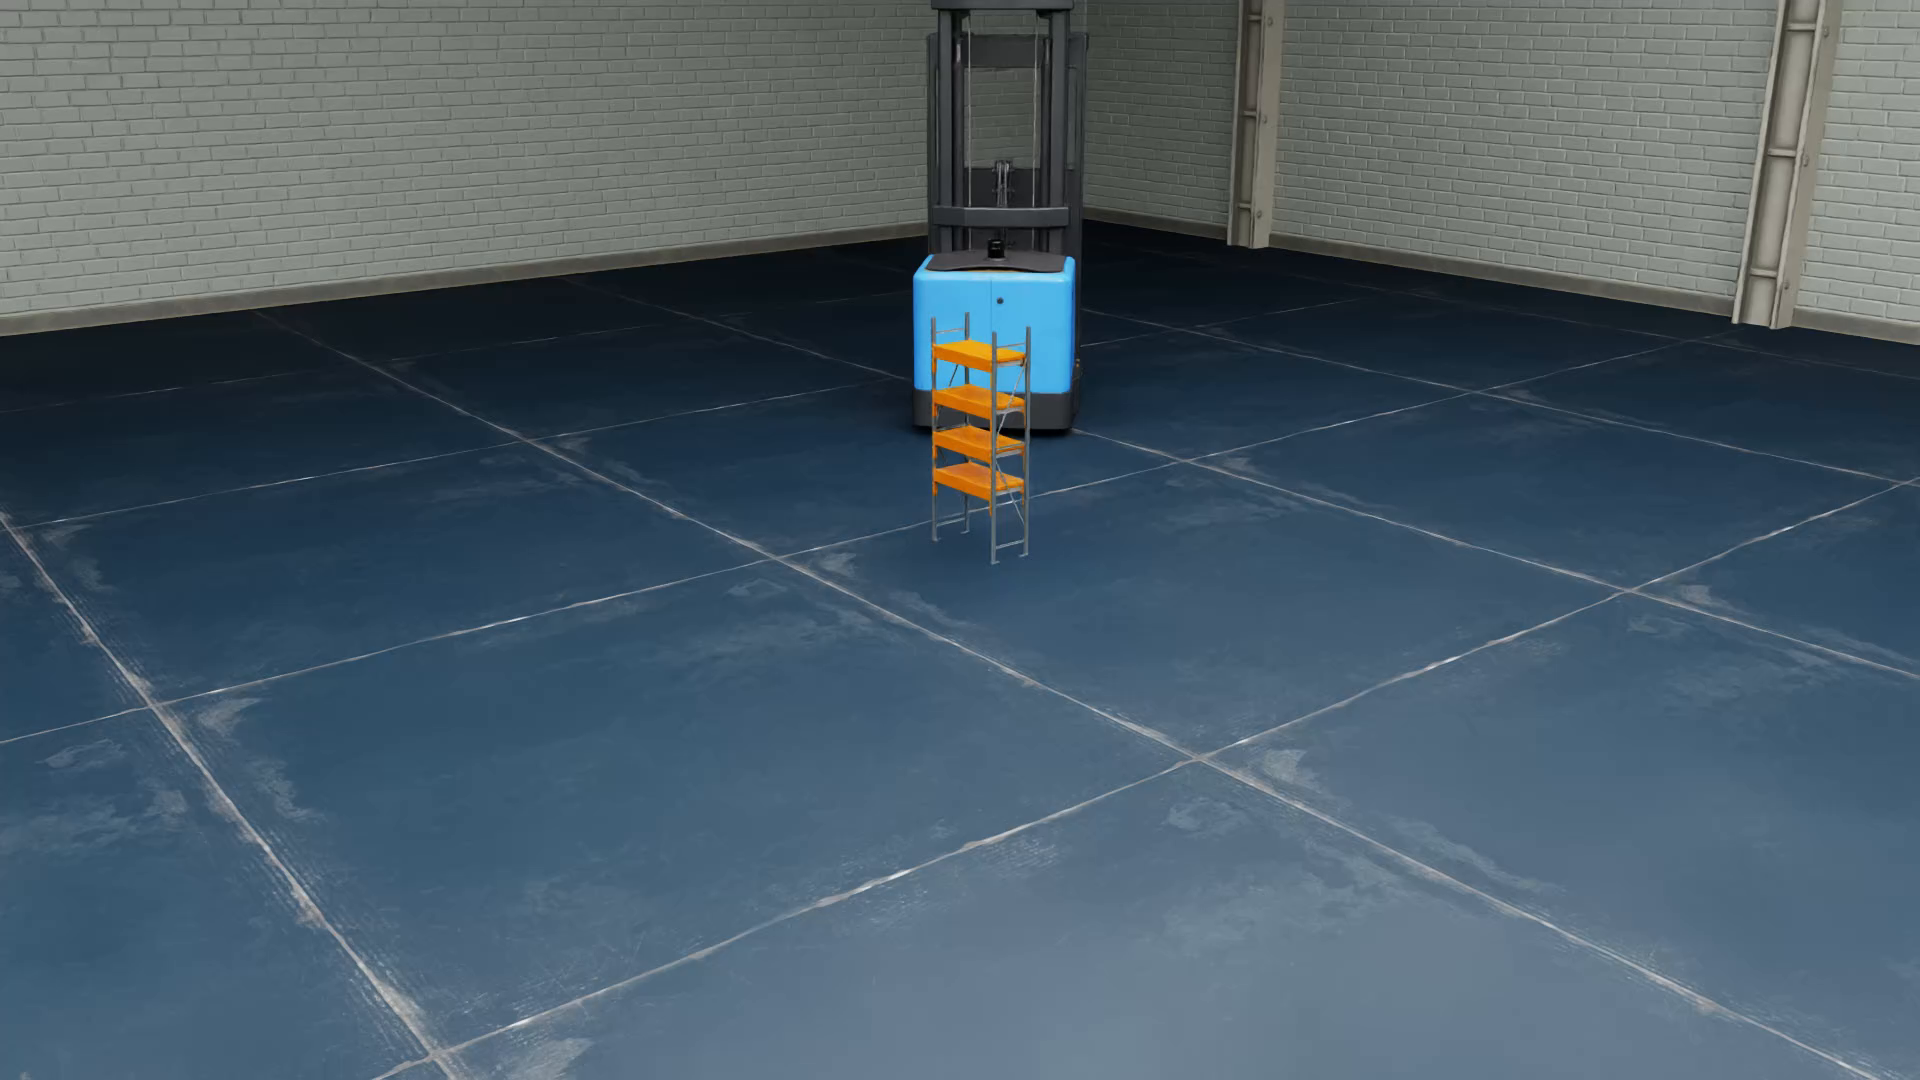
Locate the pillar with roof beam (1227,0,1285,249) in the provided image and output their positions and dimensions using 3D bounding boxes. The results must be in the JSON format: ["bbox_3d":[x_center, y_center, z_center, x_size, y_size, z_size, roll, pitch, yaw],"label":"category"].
[{"bbox_3d":[-0.072,-6.803,15.091,9.100,9.000,0.400,-14,23,-36],"label":"pillar with roof beam"}]

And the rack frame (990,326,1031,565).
[{"bbox_3d":[0.254,-0.469,8.369,0.240,1.200,0.015,-14,23,-36],"label":"rack frame"}]

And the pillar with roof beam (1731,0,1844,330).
[{"bbox_3d":[3.653,-5.324,10.626,9.100,9.000,0.400,-14,23,-36],"label":"pillar with roof beam"}]

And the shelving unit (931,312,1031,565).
[{"bbox_3d":[0.103,-0.529,8.551,0.258,1.200,0.503,-14,23,-36],"label":"shelving unit"}]

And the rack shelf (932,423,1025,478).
[{"bbox_3d":[0.103,-0.465,8.572,0.258,0.148,0.480,-14,23,-36],"label":"rack shelf"}]

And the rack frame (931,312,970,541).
[{"bbox_3d":[-0.049,-0.589,8.732,0.240,1.200,0.015,-14,23,-36],"label":"rack frame"}]

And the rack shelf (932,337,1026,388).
[{"bbox_3d":[0.103,-0.902,8.427,0.258,0.148,0.480,-14,23,-36],"label":"rack shelf"}]

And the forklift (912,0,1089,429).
[{"bbox_3d":[0.339,-2.528,11.833,1.130,2.935,3.031,2,18,5],"label":"forklift"}]

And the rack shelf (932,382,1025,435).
[{"bbox_3d":[0.103,-0.677,8.502,0.258,0.148,0.480,-14,23,-36],"label":"rack shelf"}]

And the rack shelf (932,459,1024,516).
[{"bbox_3d":[0.103,-0.276,8.634,0.258,0.148,0.480,-14,23,-36],"label":"rack shelf"}]
